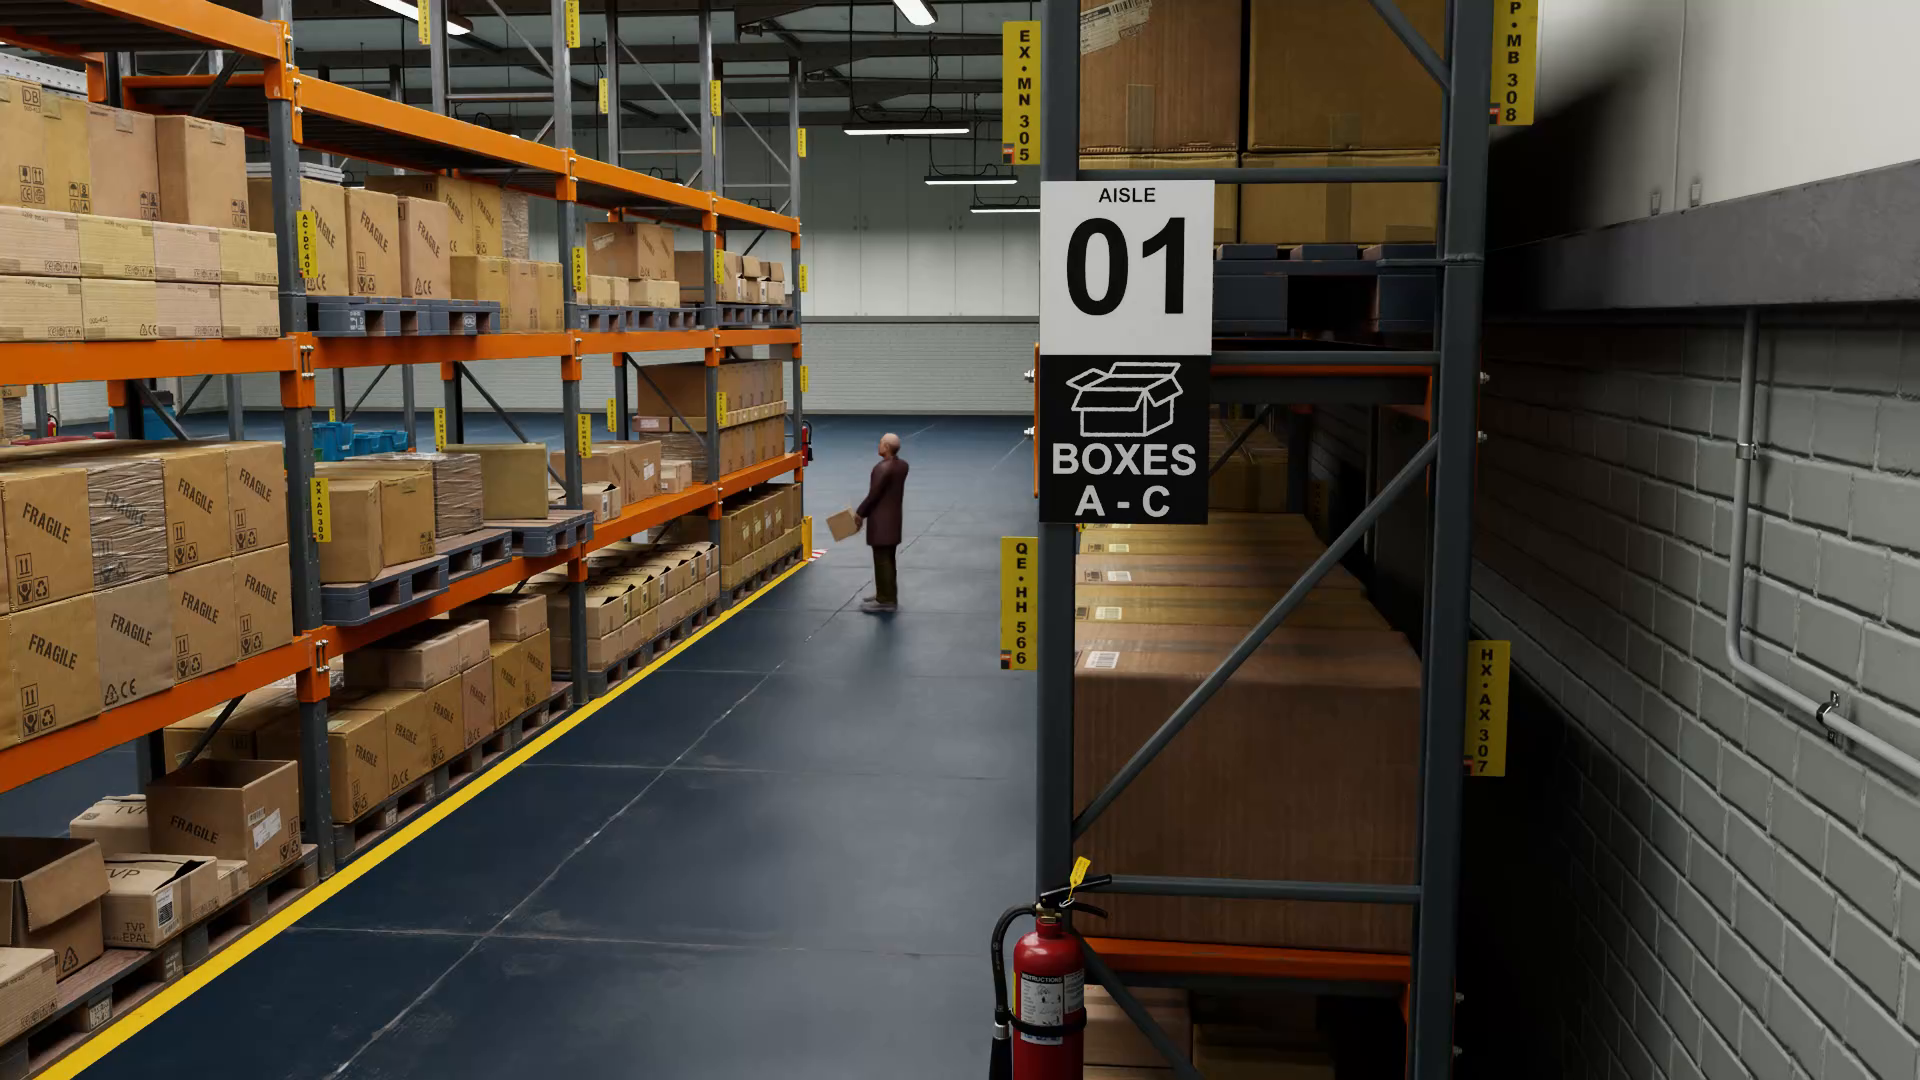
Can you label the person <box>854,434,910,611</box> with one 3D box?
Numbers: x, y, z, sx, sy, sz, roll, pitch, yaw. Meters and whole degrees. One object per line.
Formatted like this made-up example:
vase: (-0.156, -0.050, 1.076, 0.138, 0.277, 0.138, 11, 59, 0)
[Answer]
person: (-0.834, -0.187, 16.734, 0.558, 1.778, 0.570, 4, 8, 26)
